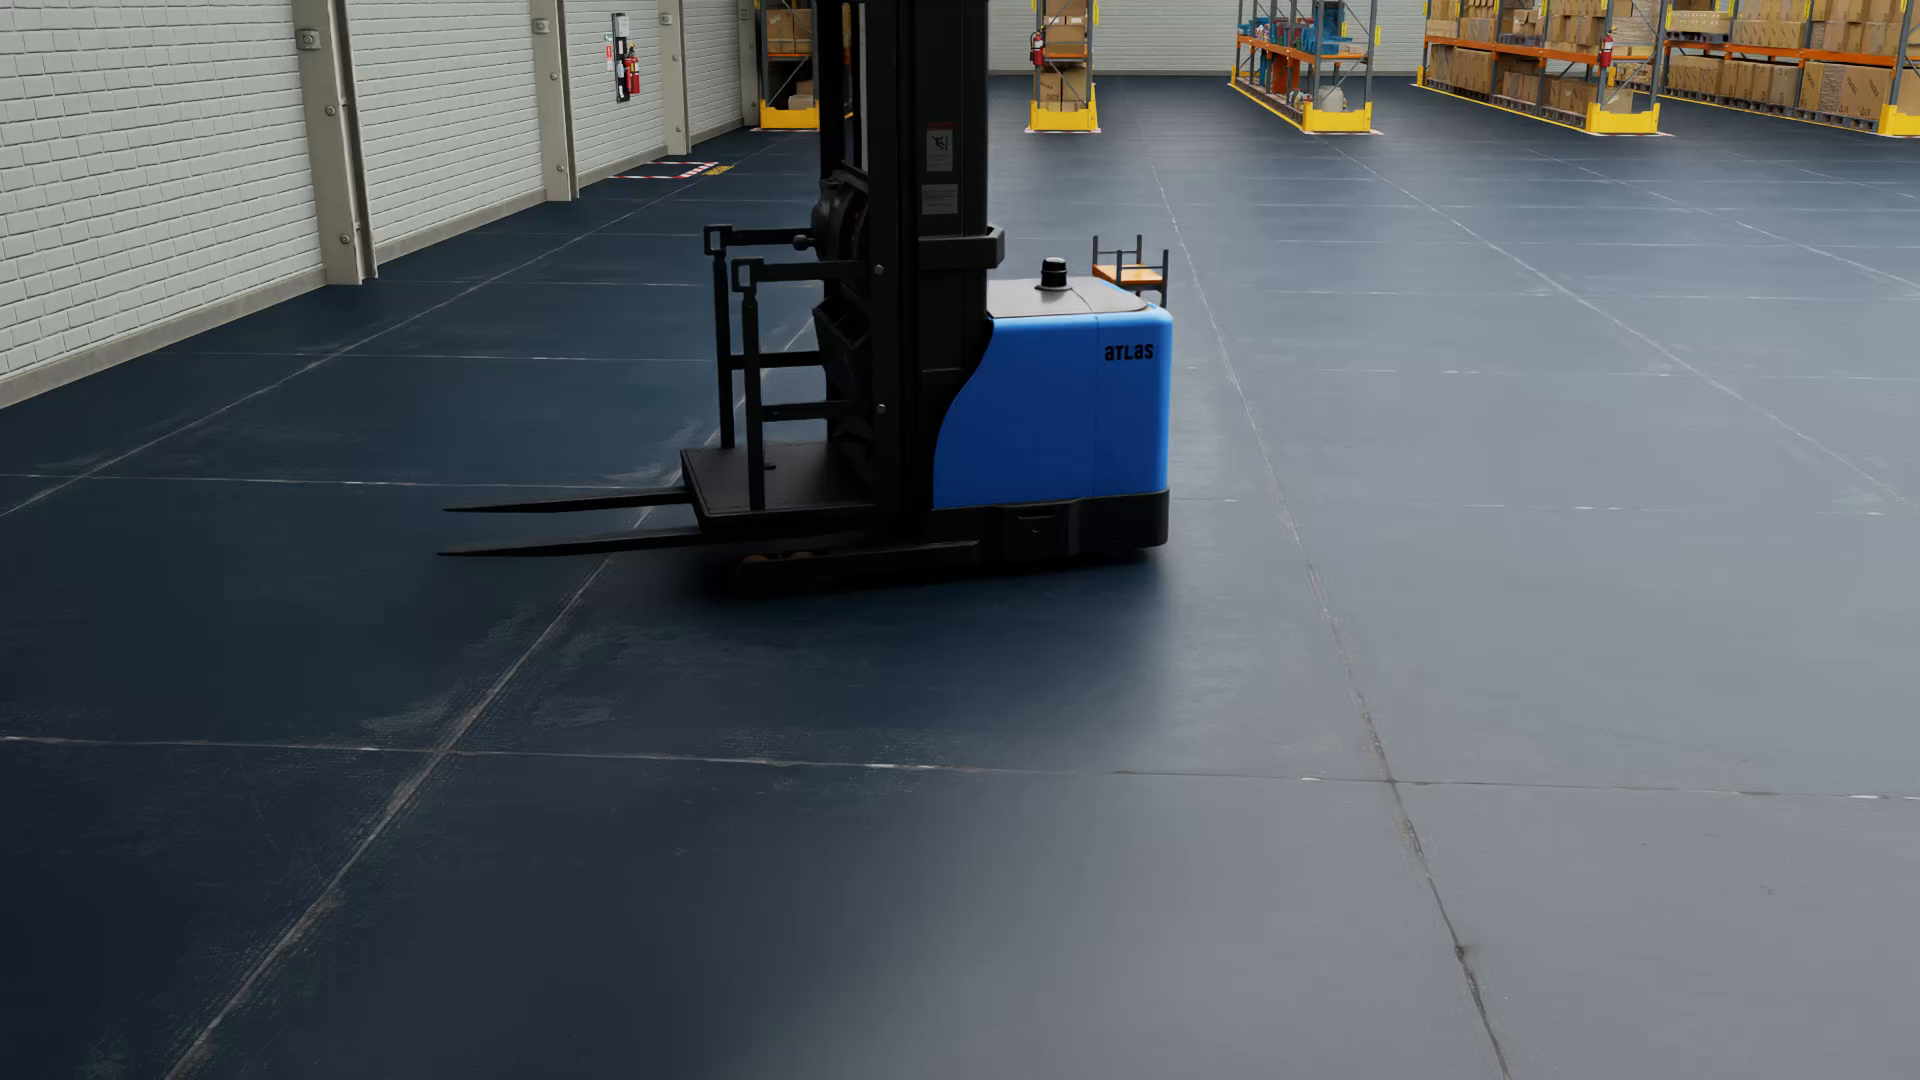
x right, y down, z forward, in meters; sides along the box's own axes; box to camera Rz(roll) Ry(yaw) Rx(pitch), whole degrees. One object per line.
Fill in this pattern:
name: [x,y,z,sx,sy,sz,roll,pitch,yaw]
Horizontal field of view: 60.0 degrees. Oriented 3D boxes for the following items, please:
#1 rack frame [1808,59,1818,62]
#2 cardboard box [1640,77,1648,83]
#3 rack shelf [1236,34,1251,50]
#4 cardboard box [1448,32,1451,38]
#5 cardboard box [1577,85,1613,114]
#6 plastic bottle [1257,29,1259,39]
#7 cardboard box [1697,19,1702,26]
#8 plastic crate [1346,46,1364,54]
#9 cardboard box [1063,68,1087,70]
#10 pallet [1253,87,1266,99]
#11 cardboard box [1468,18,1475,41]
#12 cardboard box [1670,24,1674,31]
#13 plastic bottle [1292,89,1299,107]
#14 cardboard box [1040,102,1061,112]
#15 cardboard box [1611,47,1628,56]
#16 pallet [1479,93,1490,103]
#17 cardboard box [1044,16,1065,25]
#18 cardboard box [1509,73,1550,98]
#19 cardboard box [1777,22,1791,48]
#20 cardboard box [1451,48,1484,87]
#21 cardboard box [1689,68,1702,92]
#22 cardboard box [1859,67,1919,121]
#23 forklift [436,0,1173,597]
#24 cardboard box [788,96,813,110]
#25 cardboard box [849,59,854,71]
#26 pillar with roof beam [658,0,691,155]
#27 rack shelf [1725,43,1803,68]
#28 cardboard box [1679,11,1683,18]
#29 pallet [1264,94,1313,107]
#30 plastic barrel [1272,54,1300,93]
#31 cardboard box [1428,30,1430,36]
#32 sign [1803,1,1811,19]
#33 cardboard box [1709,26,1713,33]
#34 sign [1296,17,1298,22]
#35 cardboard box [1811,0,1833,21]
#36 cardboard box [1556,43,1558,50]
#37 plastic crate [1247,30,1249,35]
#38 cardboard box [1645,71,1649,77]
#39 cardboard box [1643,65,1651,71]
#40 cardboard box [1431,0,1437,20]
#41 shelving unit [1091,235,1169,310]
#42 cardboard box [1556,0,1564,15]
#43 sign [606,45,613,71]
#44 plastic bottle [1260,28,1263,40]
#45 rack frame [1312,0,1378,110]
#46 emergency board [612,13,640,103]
rack frame: [22.772,-13.404,43.513,1.000,3.000,0.127,1,18,4]
cardboard box: [17.303,-11.537,41.718,0.380,0.149,0.250,1,18,4]
rack shelf: [7.804,-12.773,42.742,1.077,0.370,4.000,1,18,4]
cardboard box: [12.333,-12.525,41.235,0.380,0.149,0.250,1,18,3]
cardboard box: [11.874,-8.242,31.099,0.500,0.500,0.500,3,18,9]
plastic bottle: [7.185,-12.148,39.887,0.097,0.271,0.097,0,18,0]
cardboard box: [16.907,-11.703,37.574,0.380,0.149,0.250,1,18,4]
plastic crate: [7.185,-8.912,30.228,0.298,0.136,0.250,1,18,4]
cardboard box: [2.252,-8.911,32.337,0.500,0.500,0.500,1,18,4]
pallet: [7.479,-10.550,39.281,1.003,0.211,1.213,1,18,4]
cardboard box: [12.247,-11.982,39.012,0.500,0.500,0.500,1,18,3]
cardboard box: [17.039,-12.123,39.332,0.380,0.149,0.250,2,18,5]
plastic bottle: [6.602,-8.659,32.580,0.144,0.351,0.185,1,18,2]
cardboard box: [1.604,-7.944,30.593,0.500,0.250,0.500,1,18,4]
cardboard box: [11.555,-8.630,29.346,0.380,0.149,0.250,1,18,4]
pallet: [12.446,-10.059,37.782,1.003,0.211,1.213,1,18,4]
cardboard box: [1.697,-9.357,29.960,0.380,0.149,0.250,1,18,3]
cardboard box: [12.259,-9.781,35.763,0.700,0.500,0.500,0,18,-1]
cardboard box: [16.774,-10.129,33.357,0.500,0.500,0.500,1,18,3]
cardboard box: [12.575,-11.374,40.054,1.225,0.875,0.875,1,18,4]
cardboard box: [17.103,-10.546,38.132,0.500,0.500,0.500,0,18,1]
cardboard box: [16.663,-7.916,29.502,0.875,0.875,0.875,1,18,4]
forklift: [-0.675,-1.344,6.818,3.031,2.935,1.130,-5,19,-14]
cardboard box: [-2.942,-8.132,31.035,0.500,0.311,0.500,-1,18,-2]
cardboard box: [-2.611,-10.450,36.600,0.500,0.250,0.500,2,18,5]
pillar with roof beam: [-0.030,-10.116,23.843,9.100,9.000,0.400,1,18,4]
rack shelf: [17.110,-10.036,34.388,1.077,0.370,4.000,1,18,4]
cardboard box: [16.998,-12.248,38.758,0.380,0.149,0.250,1,18,3]
pallet: [7.279,-9.686,36.646,1.003,0.211,1.213,1,18,4]
plastic barrel: [7.392,-10.572,37.680,0.600,0.830,0.708,1,18,4]
cardboard box: [12.516,-13.323,43.670,0.380,0.149,0.250,1,18,3]
sign: [16.425,-10.278,32.240,0.100,0.325,0.005,1,18,4]
cardboard box: [16.850,-11.319,36.880,0.380,0.149,0.250,1,18,4]
sign: [8.209,-12.612,40.652,0.100,0.325,0.005,1,18,4]
cardboard box: [16.906,-10.227,31.842,0.875,0.550,0.550,1,18,4]
cardboard box: [11.682,-9.486,31.958,0.380,0.149,0.250,1,18,4]
plastic crate: [7.485,-12.944,42.437,0.293,0.136,0.466,1,18,4]
cardboard box: [17.369,-11.655,41.602,0.380,0.149,0.250,2,18,5]
cardboard box: [17.320,-11.808,41.589,0.380,0.149,0.250,0,18,1]
cardboard box: [12.548,-13.753,43.138,0.500,0.500,0.500,1,18,3]
shelving unit: [0.804,-0.839,8.057,0.258,1.200,0.503,-3,18,-8]
cardboard box: [11.707,-10.273,31.713,0.500,0.500,0.500,1,18,4]
sign: [-4.682,-6.442,22.208,0.001,0.329,0.234,1,18,4]
plastic bottle: [7.164,-11.940,39.244,0.152,0.276,0.135,1,18,4]
rack frame: [6.800,-8.767,29.360,1.000,3.000,0.127,1,18,4]
emergency board: [-4.539,-6.594,22.731,0.194,1.169,0.643,1,18,4]
